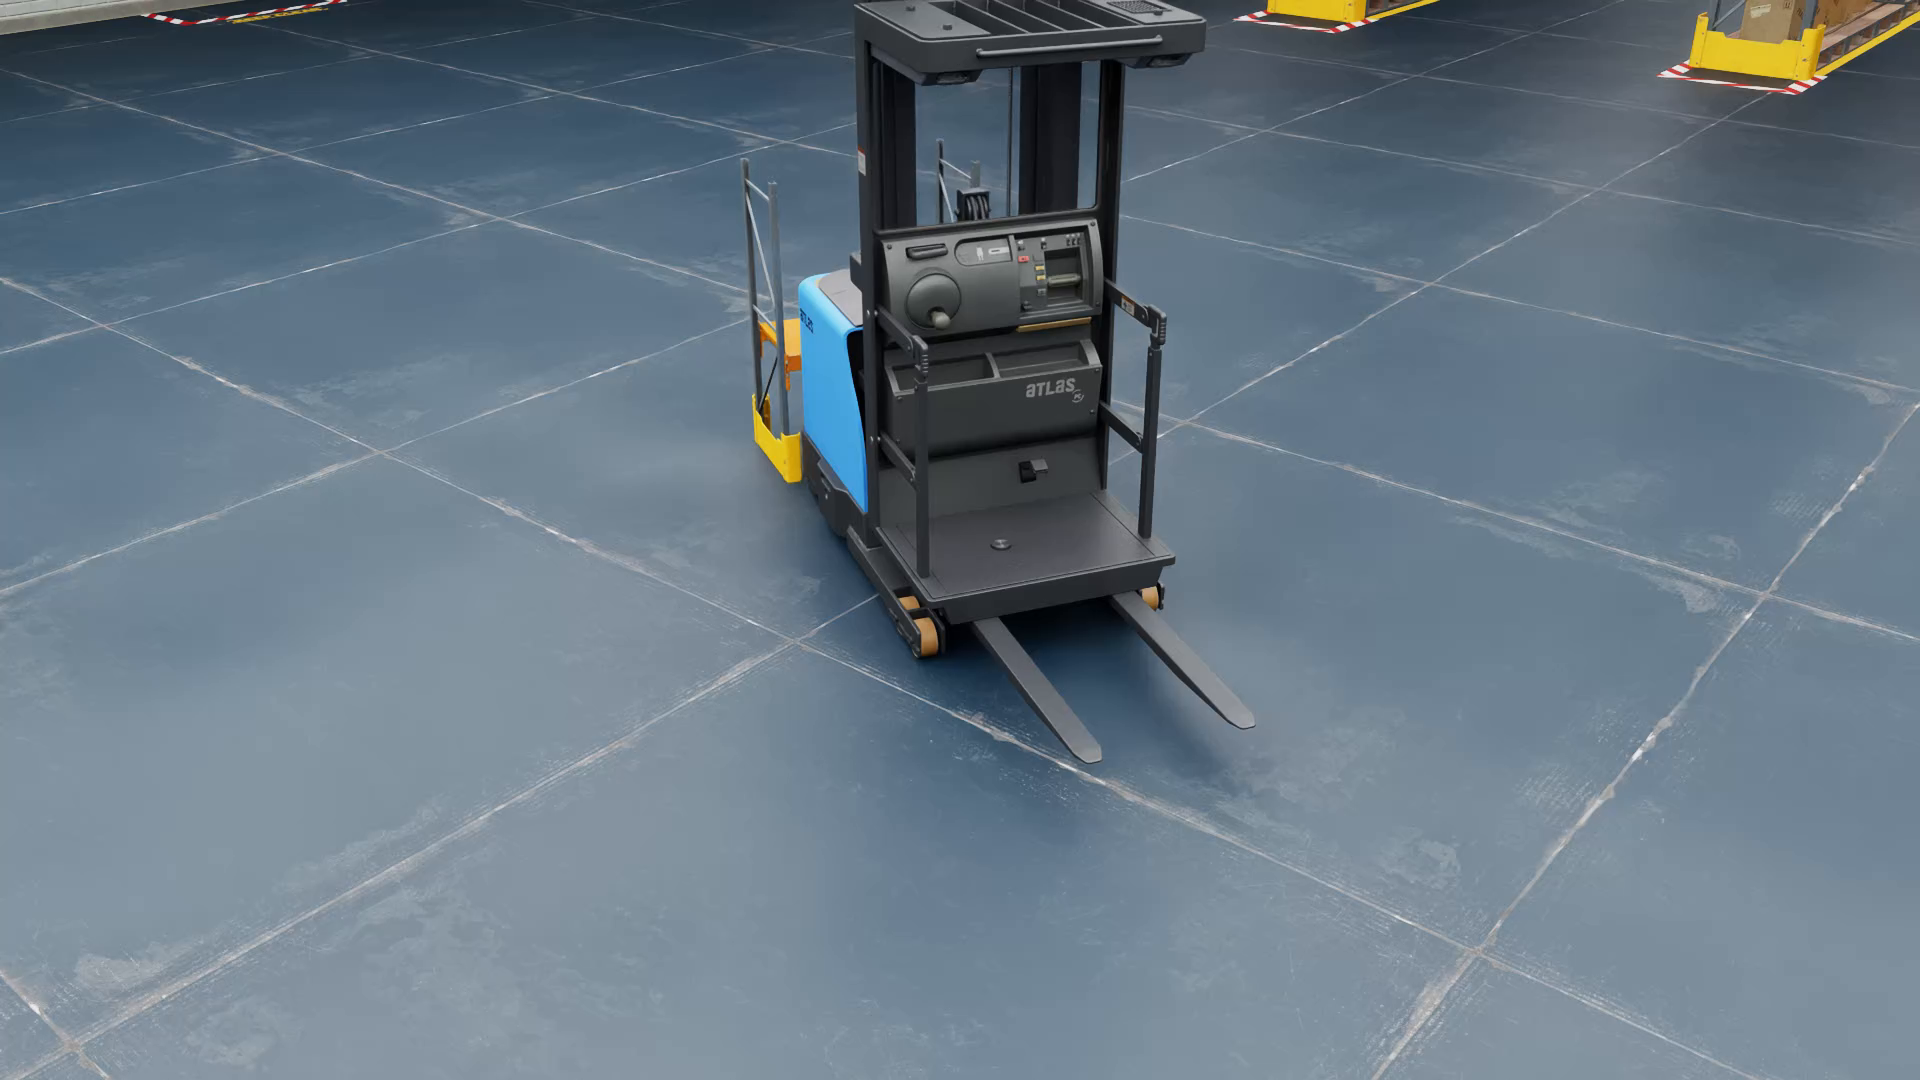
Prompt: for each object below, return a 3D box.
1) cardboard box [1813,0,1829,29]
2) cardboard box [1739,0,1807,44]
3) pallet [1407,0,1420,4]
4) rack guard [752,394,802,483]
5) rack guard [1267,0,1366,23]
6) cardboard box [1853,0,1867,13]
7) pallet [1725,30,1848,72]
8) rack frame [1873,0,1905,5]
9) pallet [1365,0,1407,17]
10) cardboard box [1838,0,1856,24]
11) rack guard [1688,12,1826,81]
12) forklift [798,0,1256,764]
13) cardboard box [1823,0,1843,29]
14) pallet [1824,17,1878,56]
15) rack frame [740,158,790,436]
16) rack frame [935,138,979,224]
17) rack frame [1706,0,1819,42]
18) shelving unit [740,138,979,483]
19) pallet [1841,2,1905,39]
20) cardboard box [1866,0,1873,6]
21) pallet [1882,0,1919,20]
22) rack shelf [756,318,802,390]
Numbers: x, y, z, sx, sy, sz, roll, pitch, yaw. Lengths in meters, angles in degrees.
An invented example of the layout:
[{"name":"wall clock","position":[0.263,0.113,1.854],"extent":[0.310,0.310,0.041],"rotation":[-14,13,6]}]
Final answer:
[{"name":"cardboard box","position":[8.817,-5.628,17.628],"extent":[0.500,0.500,0.500],"rotation":[-18,32,-31]},{"name":"cardboard box","position":[8.463,-5.406,17.199],"extent":[0.500,0.500,0.500],"rotation":[-21,34,-35]},{"name":"pallet","position":[5.540,-7.080,21.207],"extent":[1.003,0.211,1.213],"rotation":[21,34,34]},{"name":"rack guard","position":[-0.936,-0.526,8.495],"extent":[0.087,0.250,0.587],"rotation":[-11,29,-20]},{"name":"rack guard","position":[4.243,-6.491,19.754],"extent":[1.175,0.500,0.348],"rotation":[21,34,34]},{"name":"cardboard box","position":[9.953,-6.273,18.874],"extent":[0.500,0.500,0.500],"rotation":[-16,31,-28]},{"name":"pallet","position":[8.645,-5.180,17.533],"extent":[1.003,0.211,1.213],"rotation":[21,34,34]},{"name":"rack frame","position":[10.597,-7.532,19.044],"extent":[1.000,3.000,0.127],"rotation":[21,34,34]},{"name":"pallet","position":[4.764,-6.650,20.374],"extent":[1.003,0.211,1.213],"rotation":[21,34,34]},{"name":"cardboard box","position":[9.619,-6.029,18.404],"extent":[0.500,0.500,0.500],"rotation":[17,32,30]},{"name":"rack guard","position":[8.101,-5.030,16.929],"extent":[1.175,0.500,0.348],"rotation":[21,34,34]},{"name":"forklift","position":[0.220,-1.034,6.559],"extent":[1.130,2.935,3.031],"rotation":[-10,29,-18]},{"name":"cardboard box","position":[9.230,-5.845,18.047],"extent":[0.500,0.500,0.500],"rotation":[25,36,39]},{"name":"pallet","position":[9.421,-5.610,18.365],"extent":[1.003,0.211,1.213],"rotation":[21,34,34]},{"name":"rack frame","position":[-0.954,-1.078,8.202],"extent":[0.032,1.500,0.500],"rotation":[-11,29,-20]},{"name":"rack frame","position":[-0.016,-1.259,8.551],"extent":[0.032,1.500,0.500],"rotation":[-11,29,-20]},{"name":"rack frame","position":[8.053,-6.113,16.303],"extent":[1.000,3.000,0.127],"rotation":[21,34,34]},{"name":"shelving unit","position":[-0.477,-1.170,8.379],"extent":[1.083,1.500,0.587],"rotation":[-11,29,-20]},{"name":"pallet","position":[10.197,-6.045,19.205],"extent":[1.003,0.211,1.213],"rotation":[21,34,34]},{"name":"cardboard box","position":[10.312,-6.478,19.271],"extent":[0.500,0.500,0.500],"rotation":[20,33,33]},{"name":"pallet","position":[11.091,-6.570,20.220],"extent":[1.003,0.211,1.213],"rotation":[21,34,34]},{"name":"rack shelf","position":[-0.485,-1.009,8.459],"extent":[1.000,0.185,0.538],"rotation":[-11,29,-20]}]
